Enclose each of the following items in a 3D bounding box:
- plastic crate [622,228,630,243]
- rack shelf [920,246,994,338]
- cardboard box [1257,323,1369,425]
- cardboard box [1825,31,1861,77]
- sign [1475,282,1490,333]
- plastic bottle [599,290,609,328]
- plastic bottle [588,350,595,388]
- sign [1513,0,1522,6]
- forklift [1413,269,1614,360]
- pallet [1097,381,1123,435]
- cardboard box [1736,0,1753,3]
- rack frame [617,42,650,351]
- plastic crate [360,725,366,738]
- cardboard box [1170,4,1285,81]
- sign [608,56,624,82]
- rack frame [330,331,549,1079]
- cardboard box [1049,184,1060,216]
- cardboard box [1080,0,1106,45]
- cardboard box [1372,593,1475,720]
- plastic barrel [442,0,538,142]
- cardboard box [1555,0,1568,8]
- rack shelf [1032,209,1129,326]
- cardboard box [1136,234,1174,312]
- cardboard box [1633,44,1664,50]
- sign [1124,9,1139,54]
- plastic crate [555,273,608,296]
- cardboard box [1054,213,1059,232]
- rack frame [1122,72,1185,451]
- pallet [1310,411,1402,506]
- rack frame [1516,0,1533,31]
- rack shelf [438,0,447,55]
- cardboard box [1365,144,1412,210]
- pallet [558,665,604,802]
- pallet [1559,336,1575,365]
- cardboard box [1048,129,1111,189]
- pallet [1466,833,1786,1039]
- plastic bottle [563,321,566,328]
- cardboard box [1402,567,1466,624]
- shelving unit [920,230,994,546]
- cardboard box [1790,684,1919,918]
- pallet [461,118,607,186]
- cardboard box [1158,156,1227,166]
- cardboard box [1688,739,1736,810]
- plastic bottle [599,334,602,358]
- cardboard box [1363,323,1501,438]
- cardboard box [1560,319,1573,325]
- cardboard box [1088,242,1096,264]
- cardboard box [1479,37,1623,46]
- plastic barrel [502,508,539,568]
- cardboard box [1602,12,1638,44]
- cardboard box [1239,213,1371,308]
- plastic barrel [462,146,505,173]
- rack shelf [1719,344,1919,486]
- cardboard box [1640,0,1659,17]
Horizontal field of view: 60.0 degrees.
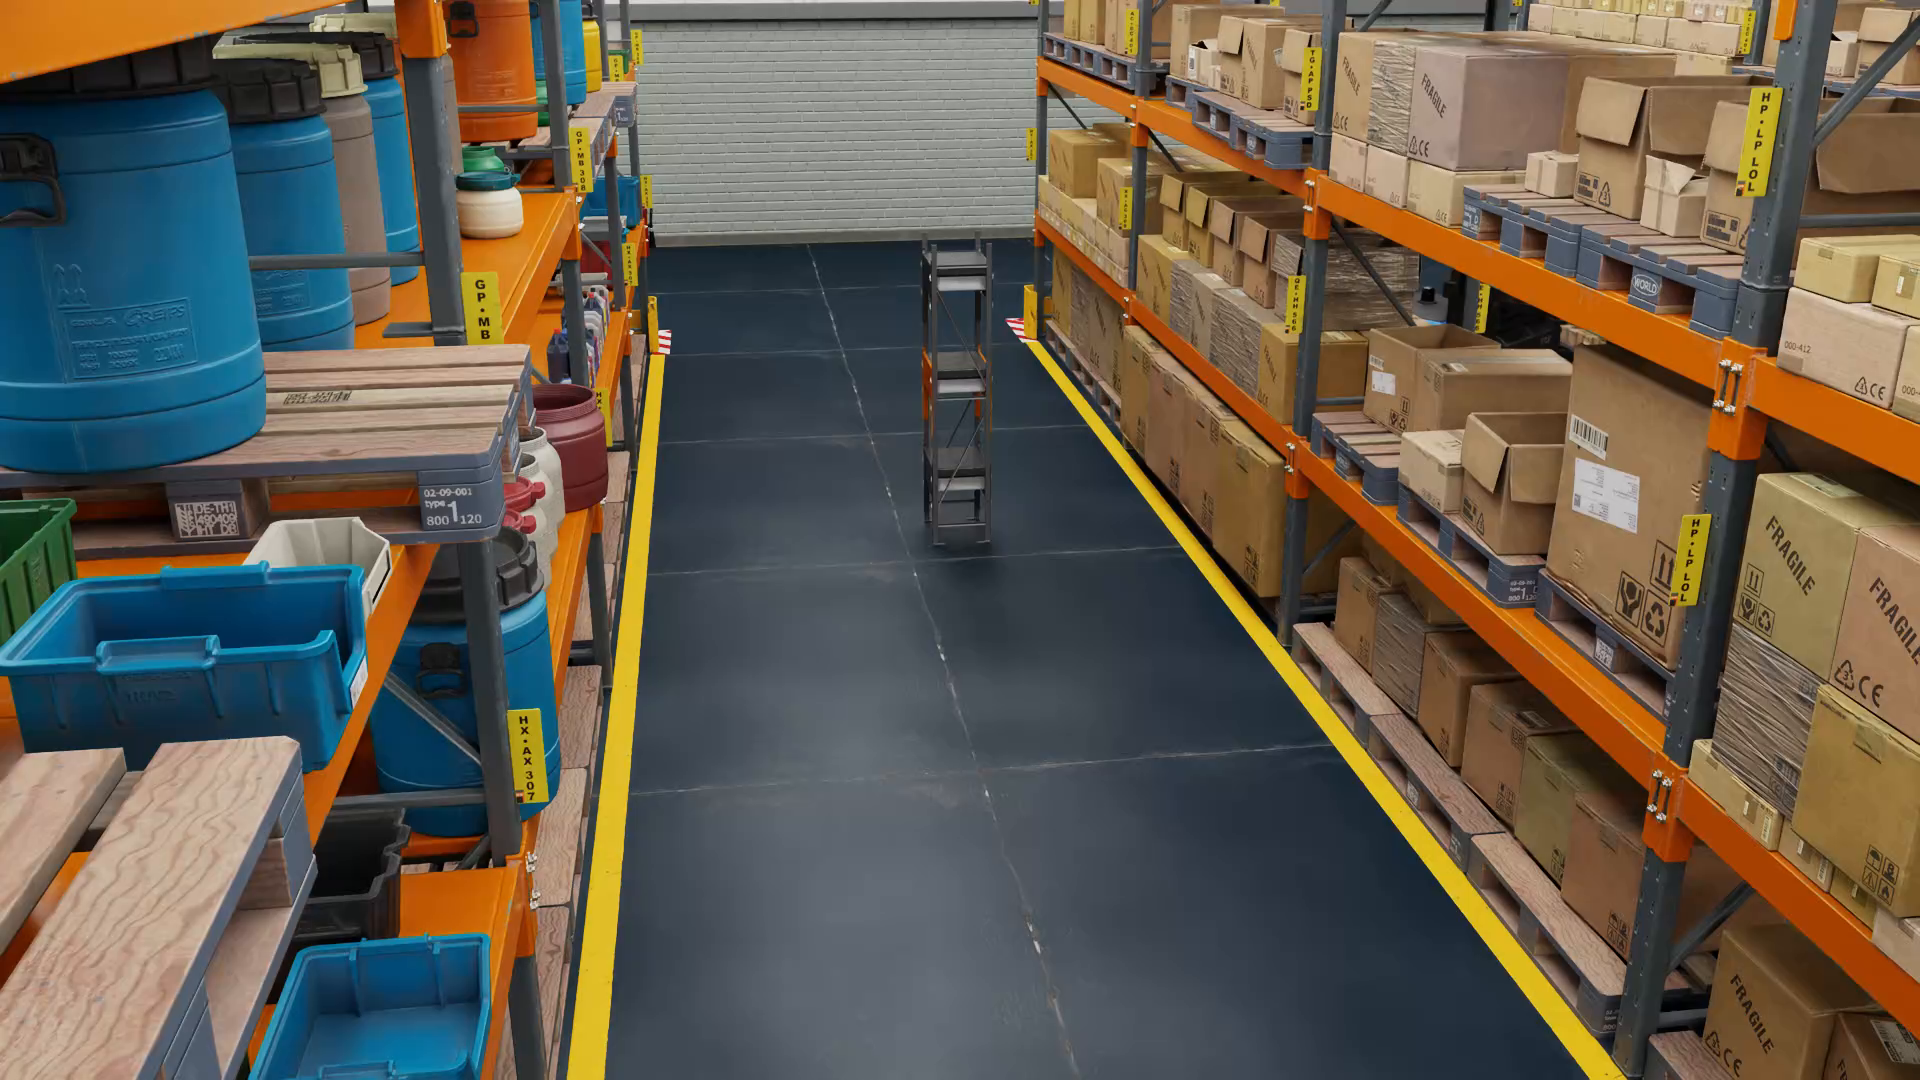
[{"bbox_3d":[-3.081,-2.573,14.473,0.416,0.233,0.300,-3,21,-8],"label":"plastic crate"},{"bbox_3d":[-0.024,-1.684,11.262,0.431,0.518,0.480,-3,21,-8],"label":"rack shelf"},{"bbox_3d":[2.108,-1.007,9.982,0.500,0.500,0.500,-2,21,-6],"label":"cardboard box"},{"bbox_3d":[6.689,-3.647,12.433,0.500,0.311,0.500,-3,21,-9],"label":"cardboard box"},{"bbox_3d":[2.960,-1.338,9.469,0.100,0.325,0.005,-3,21,-8],"label":"sign"},{"bbox_3d":[-2.598,-1.684,12.106,0.061,0.283,0.133,-3,21,-8],"label":"plastic bottle"},{"bbox_3d":[-2.376,-1.099,10.556,0.097,0.271,0.097,0,20,0],"label":"plastic bottle"},{"bbox_3d":[5.657,-5.574,16.817,0.100,0.325,0.005,-3,21,-8],"label":"sign"},{"bbox_3d":[4.685,-2.045,13.002,1.130,2.935,3.031,-19,28,-41],"label":"forklift"},{"bbox_3d":[1.815,-1.148,14.487,1.003,0.211,1.213,-3,21,-8],"label":"pallet"},{"bbox_3d":[6.877,-4.543,14.236,0.380,0.149,0.250,-4,21,-9],"label":"cardboard box"},{"bbox_3d":[-3.630,-3.322,16.323,1.000,3.000,0.127,-3,21,-8],"label":"rack frame"},{"bbox_3d":[-2.367,0.474,6.182,0.392,0.384,0.575,-3,21,-8],"label":"plastic crate"},{"bbox_3d":[1.941,-3.635,12.132,0.700,0.500,0.500,-2,21,-6],"label":"cardboard box"},{"bbox_3d":[-2.509,-3.373,12.161,0.100,0.325,0.005,-3,21,-8],"label":"sign"},{"bbox_3d":[-1.900,0.833,5.199,1.000,3.000,0.127,-3,21,-8],"label":"rack frame"},{"bbox_3d":[1.154,-3.281,16.004,0.500,0.250,0.500,-3,21,-8],"label":"cardboard box"},{"bbox_3d":[1.483,-4.712,14.873,0.700,0.500,0.500,-4,21,-11],"label":"cardboard box"},{"bbox_3d":[2.633,0.585,8.805,0.700,0.500,0.500,-5,21,-12],"label":"cardboard box"},{"bbox_3d":[-2.556,-2.552,8.760,0.600,0.830,0.708,-3,21,-8],"label":"plastic barrel"},{"bbox_3d":[6.001,-5.232,16.081,0.380,0.149,0.250,-3,21,-8],"label":"cardboard box"},{"bbox_3d":[1.559,-2.542,15.264,1.077,0.370,4.000,-3,21,-8],"label":"rack shelf"},{"bbox_3d":[1.666,-2.062,12.806,0.500,0.500,0.500,-3,21,-8],"label":"cardboard box"},{"bbox_3d":[6.298,-4.242,14.715,0.500,0.250,0.500,-3,21,-8],"label":"cardboard box"},{"bbox_3d":[1.299,-3.843,12.578,0.100,0.325,0.005,-3,21,-8],"label":"sign"},{"bbox_3d":[-2.979,-2.010,13.102,0.396,0.136,0.243,-3,21,-8],"label":"plastic crate"},{"bbox_3d":[1.110,-3.047,15.946,0.380,0.149,0.250,-3,21,-9],"label":"cardboard box"},{"bbox_3d":[1.848,-2.187,13.284,1.000,3.000,0.127,-3,21,-8],"label":"rack frame"},{"bbox_3d":[2.632,-0.471,8.963,1.213,0.211,1.003,-3,21,-8],"label":"pallet"},{"bbox_3d":[6.194,-6.597,16.518,1.000,3.000,0.127,-3,21,-8],"label":"rack frame"},{"bbox_3d":[-2.189,-2.146,6.199,1.077,0.370,4.000,-3,21,-8],"label":"rack shelf"},{"bbox_3d":[2.314,-1.783,8.131,0.500,0.250,0.500,-2,21,-6],"label":"cardboard box"},{"bbox_3d":[-2.404,1.024,8.672,1.003,0.211,1.213,-3,21,-8],"label":"pallet"},{"bbox_3d":[6.459,-1.750,16.099,1.003,0.211,1.213,-3,21,-8],"label":"pallet"},{"bbox_3d":[1.145,-3.639,15.890,0.500,0.500,0.500,-3,21,-9],"label":"cardboard box"},{"bbox_3d":[2.887,1.620,7.077,1.003,0.211,1.213,-3,21,-8],"label":"pallet"},{"bbox_3d":[-2.653,-1.396,11.351,0.097,0.271,0.097,0,20,0],"label":"plastic bottle"},{"bbox_3d":[2.637,0.225,8.698,0.500,0.250,0.500,-1,20,-2],"label":"cardboard box"},{"bbox_3d":[-0.024,-1.041,11.502,0.431,2.100,0.503,-3,21,-8],"label":"shelving unit"},{"bbox_3d":[3.042,0.731,4.905,0.875,0.500,0.500,-3,21,-8],"label":"cardboard box"},{"bbox_3d":[-2.491,-2.139,9.138,1.003,0.211,1.213,-3,21,-8],"label":"pallet"},{"bbox_3d":[1.968,-2.957,14.063,0.500,0.500,0.500,-3,21,-8],"label":"cardboard box"},{"bbox_3d":[2.734,0.790,5.672,0.380,0.149,0.250,-3,21,-8],"label":"cardboard box"},{"bbox_3d":[-2.488,-1.337,11.293,0.097,0.201,0.097,0,20,0],"label":"plastic bottle"},{"bbox_3d":[2.542,-0.860,8.990,0.500,0.500,0.500,-6,21,-14],"label":"cardboard box"},{"bbox_3d":[6.183,-2.234,16.459,0.380,0.149,0.250,-4,21,-10],"label":"cardboard box"},{"bbox_3d":[1.331,-2.514,14.520,0.380,0.149,0.250,-3,21,-7],"label":"cardboard box"},{"bbox_3d":[2.825,-2.159,8.064,0.500,0.500,0.500,-3,21,-8],"label":"cardboard box"},{"bbox_3d":[-1.927,0.173,6.772,0.433,0.535,0.433,0,20,0],"label":"plastic barrel"},{"bbox_3d":[6.212,-4.660,15.118,0.500,0.250,0.500,-4,21,-10],"label":"cardboard box"},{"bbox_3d":[2.244,-1.798,10.667,0.797,0.503,0.637,-2,21,-6],"label":"cardboard box"},{"bbox_3d":[-2.391,-1.802,8.187,0.294,0.245,0.294,0,20,0],"label":"plastic barrel"},{"bbox_3d":[3.289,0.207,3.615,1.077,0.370,4.000,-3,21,-8],"label":"rack shelf"},{"bbox_3d":[6.243,-4.699,14.653,0.380,0.149,0.250,-3,21,-8],"label":"cardboard box"}]
